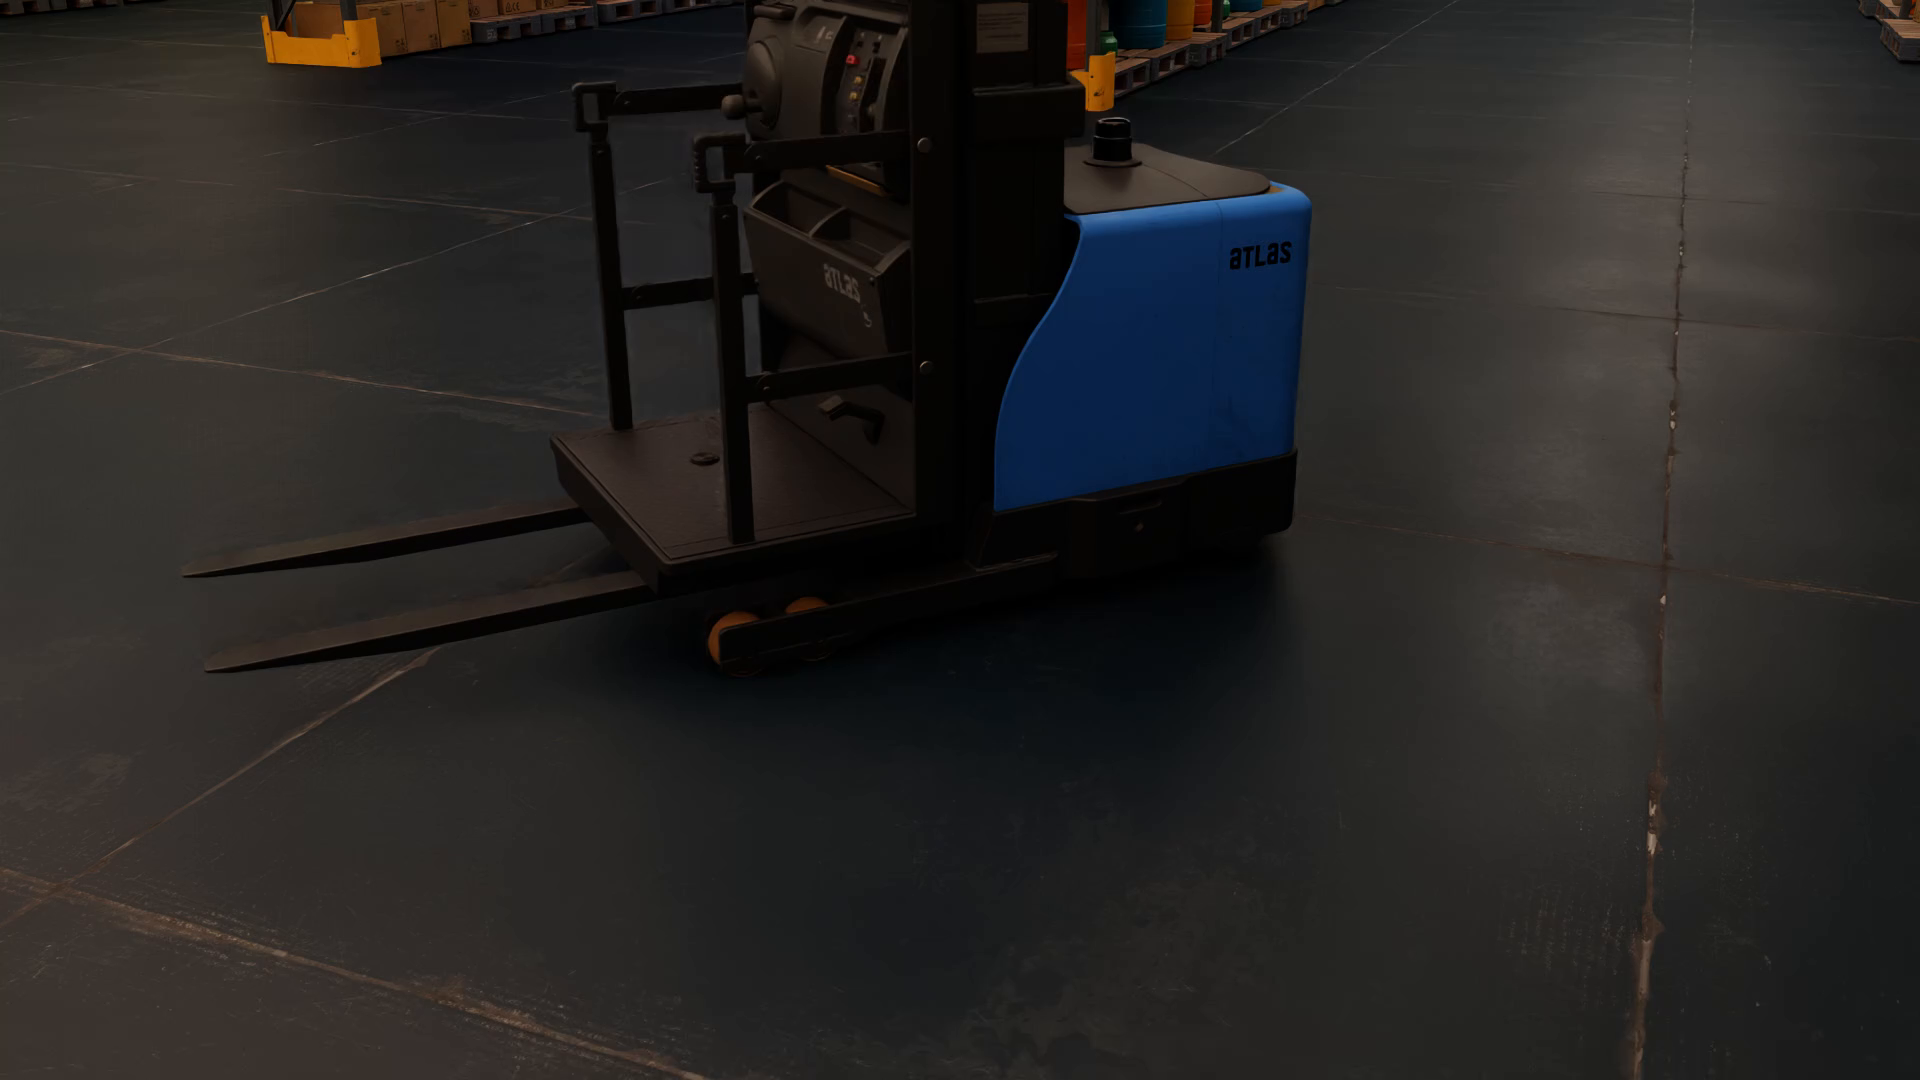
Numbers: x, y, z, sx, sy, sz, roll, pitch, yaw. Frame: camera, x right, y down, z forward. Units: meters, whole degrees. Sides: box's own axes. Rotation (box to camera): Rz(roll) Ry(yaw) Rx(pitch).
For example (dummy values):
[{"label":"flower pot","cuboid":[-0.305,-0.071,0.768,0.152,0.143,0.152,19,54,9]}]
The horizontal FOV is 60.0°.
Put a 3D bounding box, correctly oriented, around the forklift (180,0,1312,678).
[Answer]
[{"label":"forklift","cuboid":[-0.543,-1.233,4.243,3.031,2.935,1.130,-12,25,-26]}]
